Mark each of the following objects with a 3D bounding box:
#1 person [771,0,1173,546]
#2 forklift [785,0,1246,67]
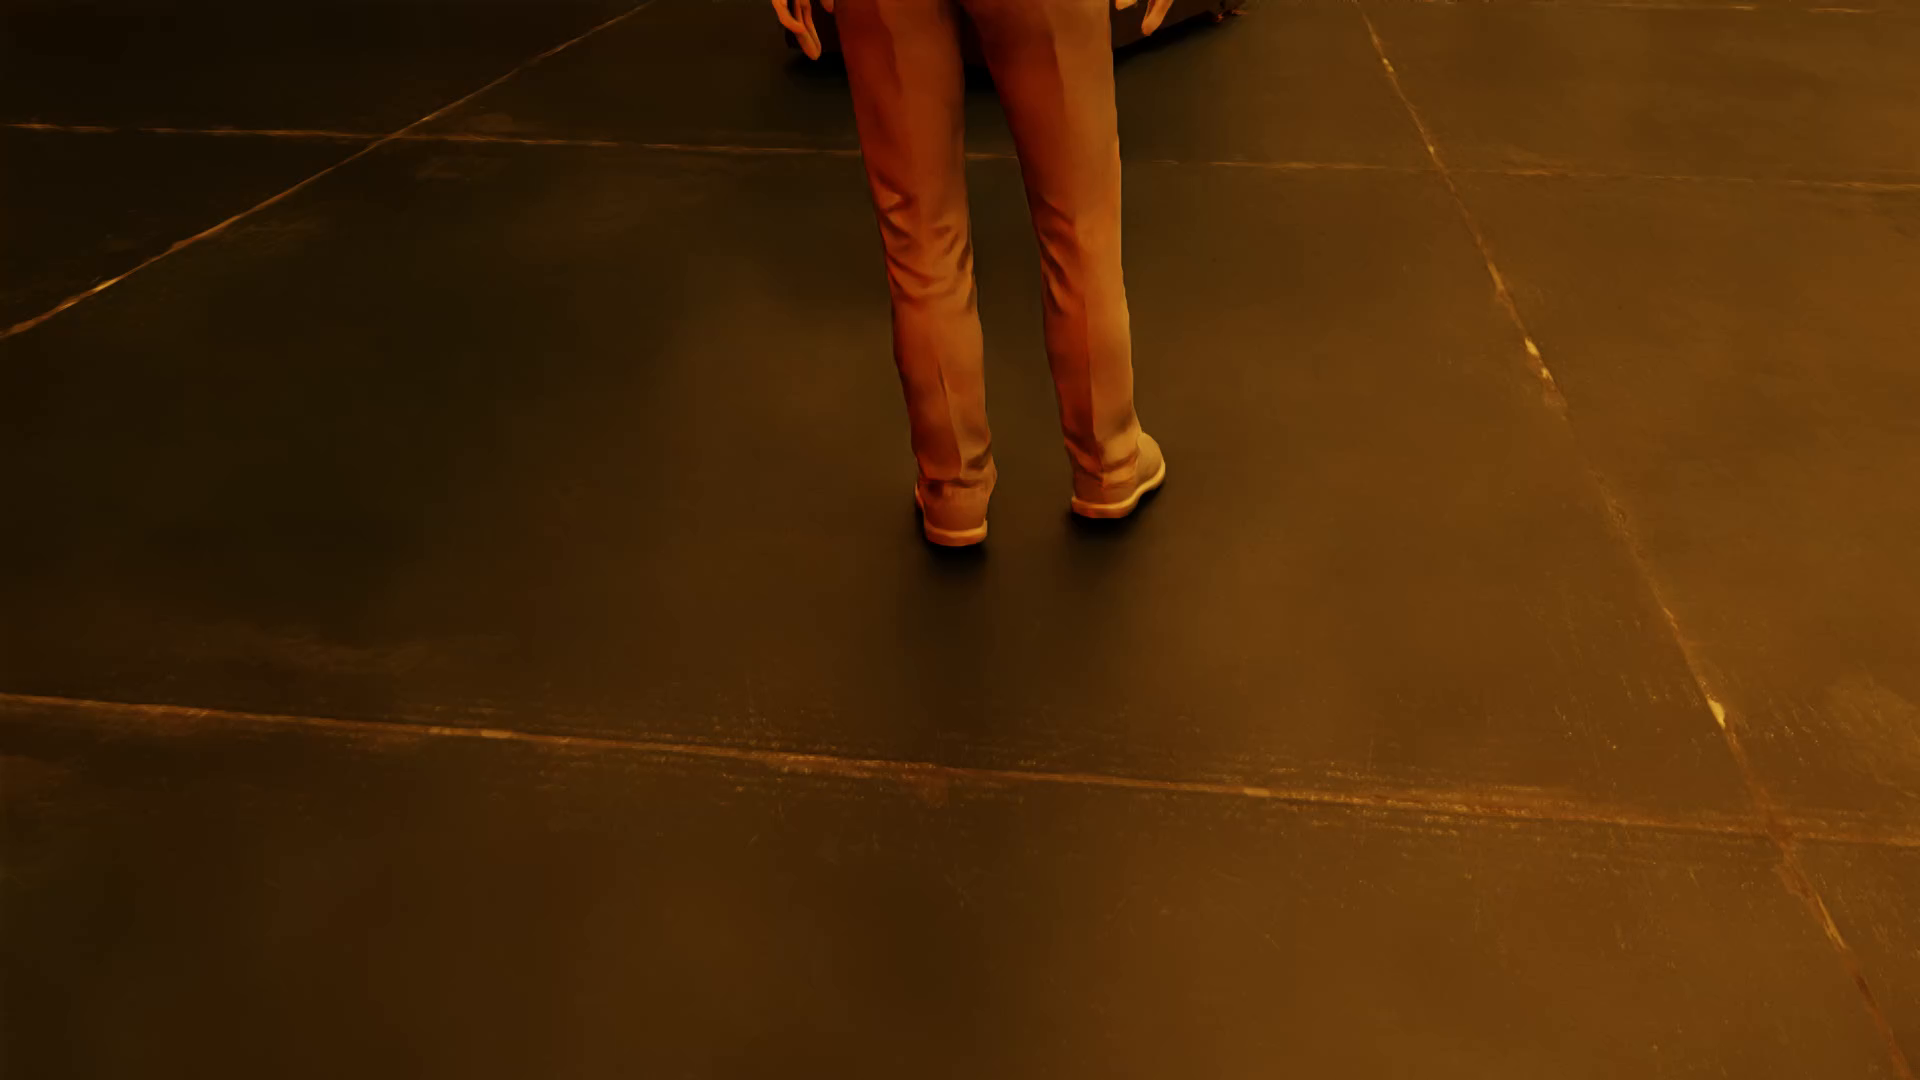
[{"bbox_3d":[0.016,-0.795,2.178,0.586,1.695,0.533,3,27,7],"label":"person"},{"bbox_3d":[0.519,-3.458,6.149,1.130,2.935,3.031,13,29,24],"label":"forklift"}]
